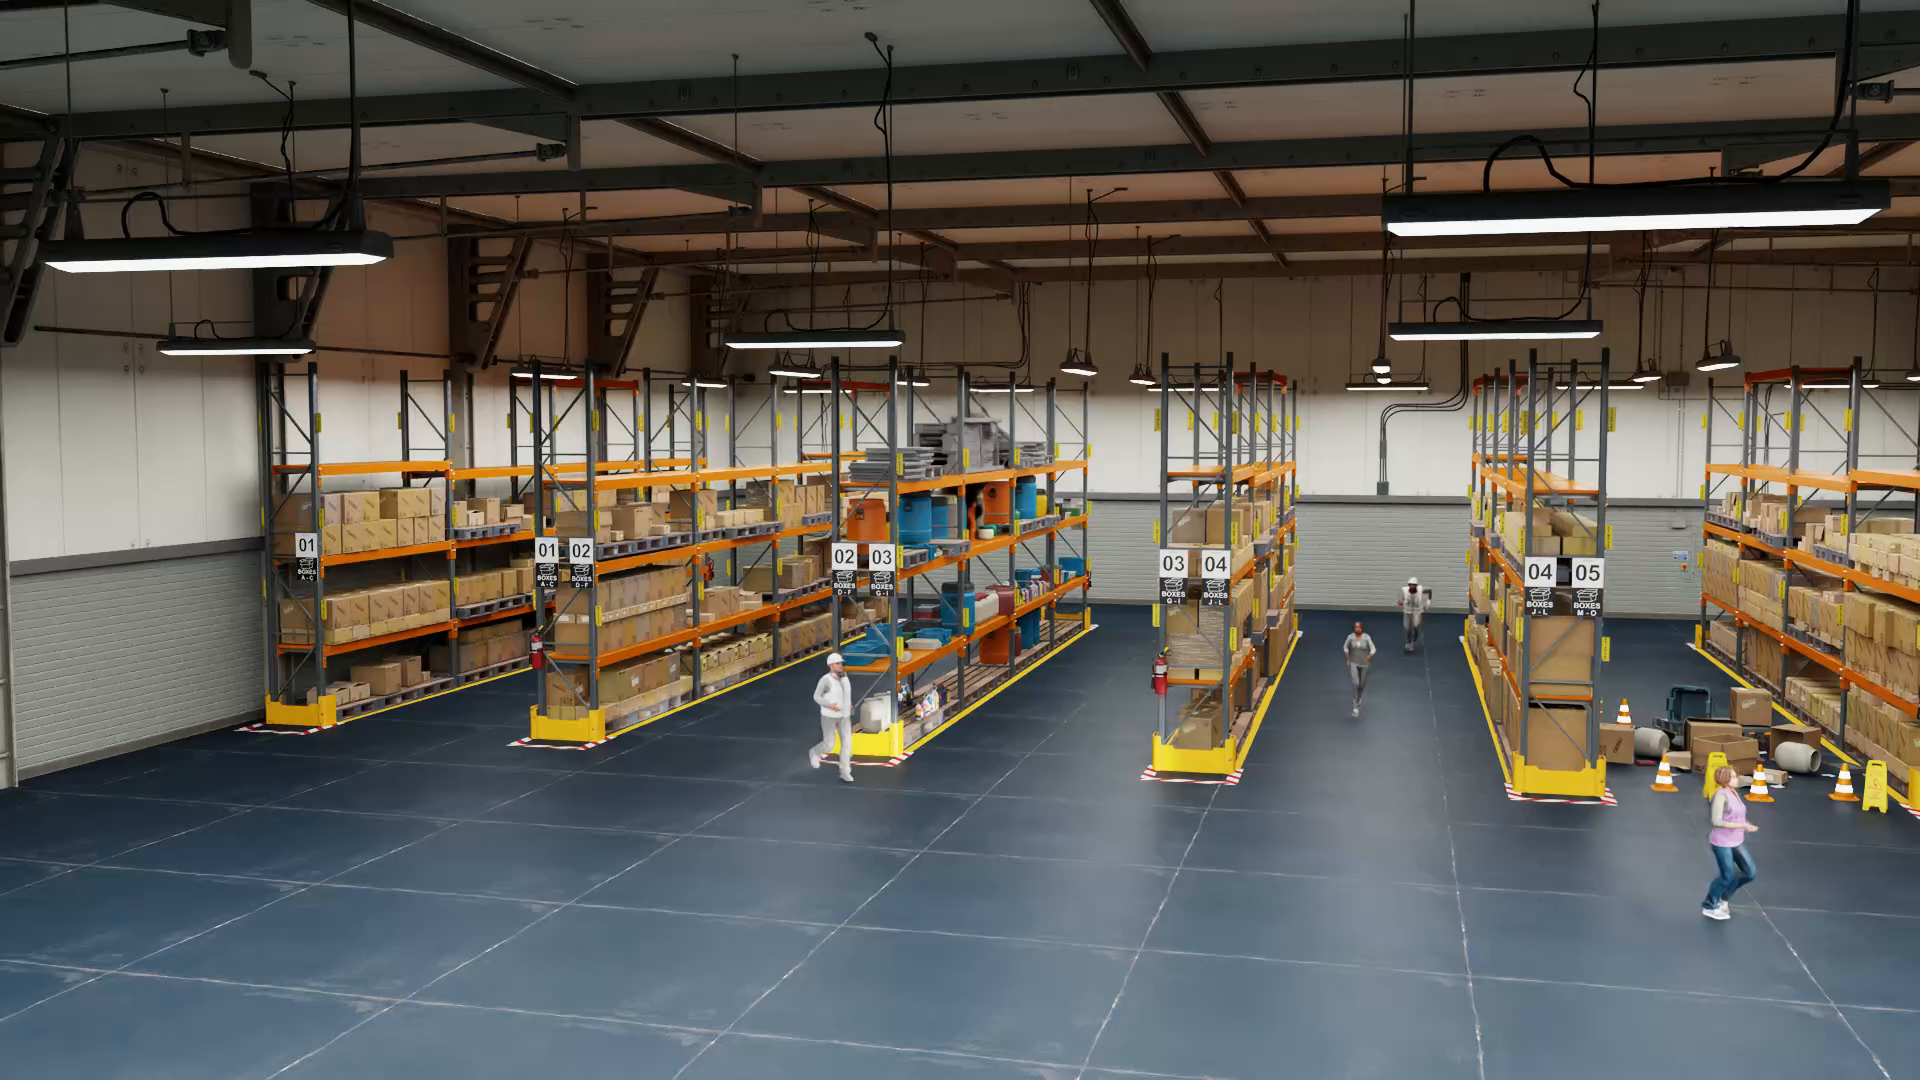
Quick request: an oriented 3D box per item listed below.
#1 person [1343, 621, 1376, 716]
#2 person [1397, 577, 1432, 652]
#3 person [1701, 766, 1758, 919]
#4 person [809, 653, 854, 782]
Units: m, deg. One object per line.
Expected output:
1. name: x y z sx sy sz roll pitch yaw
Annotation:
1. person: 6.887 2.184 28.691 0.536 1.612 0.775 1 4 10
2. person: 9.921 1.619 36.306 0.717 1.666 0.954 1 4 16
3. person: 7.718 3.040 16.613 0.520 1.556 0.570 -3 5 -39
4. person: -1.754 2.478 23.441 0.690 1.768 0.951 -3 5 -40
